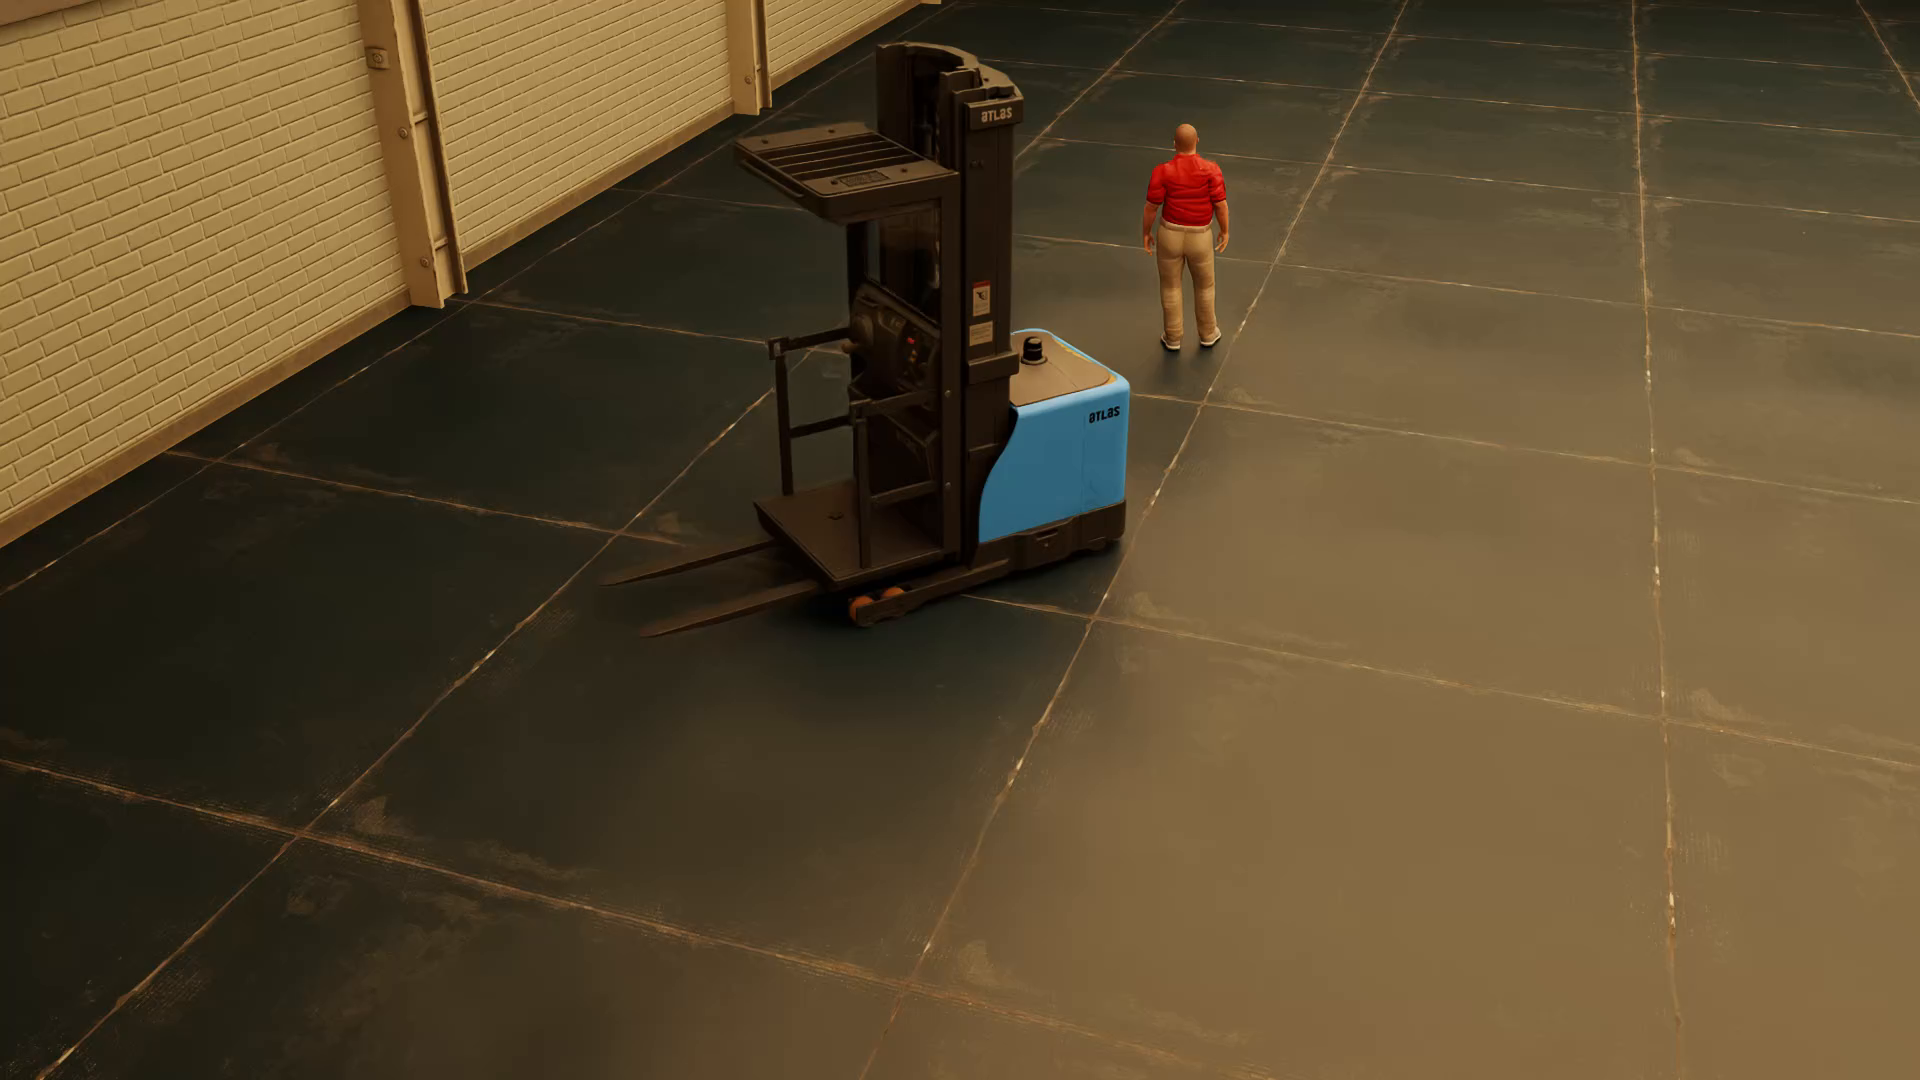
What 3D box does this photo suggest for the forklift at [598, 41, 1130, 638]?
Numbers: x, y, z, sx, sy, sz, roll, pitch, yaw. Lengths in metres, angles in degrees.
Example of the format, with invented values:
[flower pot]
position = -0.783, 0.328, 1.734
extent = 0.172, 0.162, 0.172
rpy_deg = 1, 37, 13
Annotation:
[forklift]
position = -0.541, -1.089, 9.047
extent = 3.031, 2.935, 1.130
rpy_deg = -16, 33, -26

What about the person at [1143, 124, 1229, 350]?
[person]
position = 1.669, -2.251, 12.283
extent = 0.640, 1.727, 0.551
rpy_deg = 4, 30, 7
